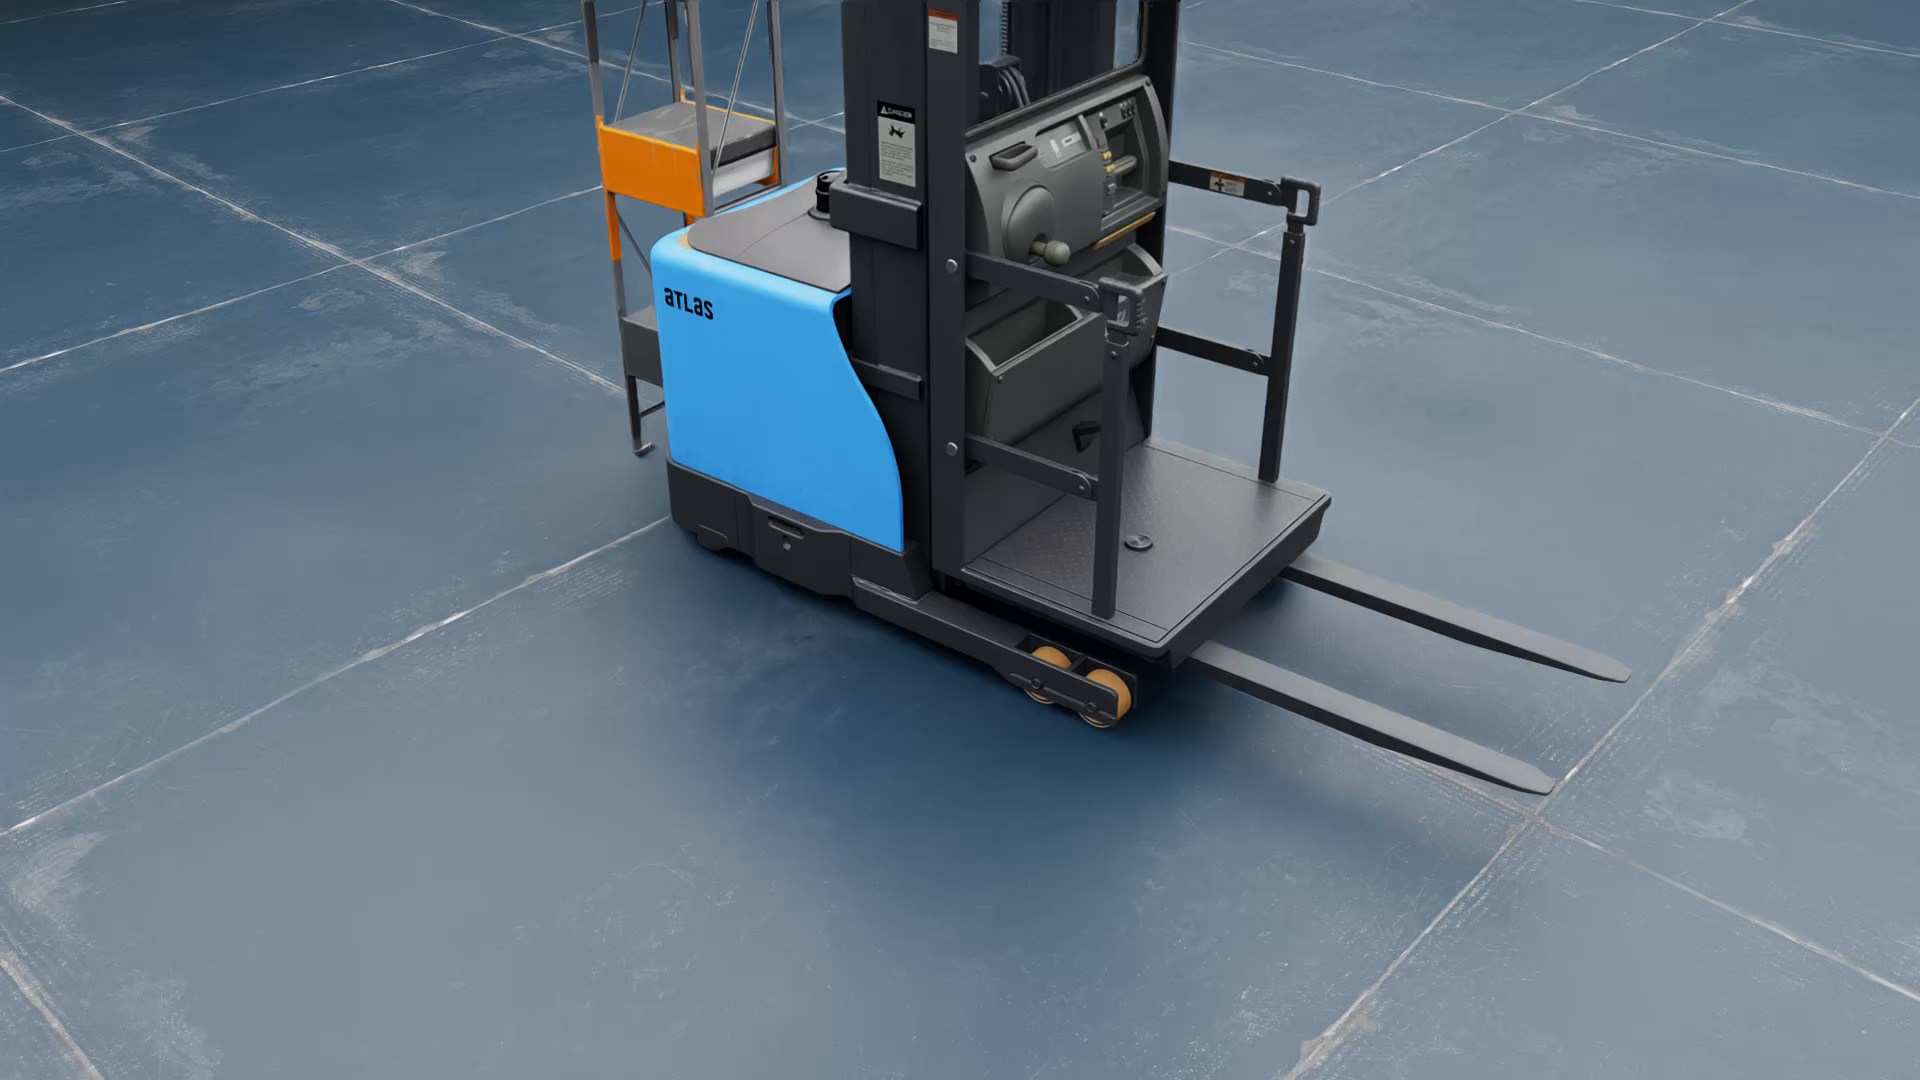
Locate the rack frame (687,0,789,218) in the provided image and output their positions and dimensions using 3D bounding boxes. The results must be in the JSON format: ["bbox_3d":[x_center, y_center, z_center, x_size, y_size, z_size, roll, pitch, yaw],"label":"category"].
[{"bbox_3d":[-0.720,-1.155,5.632,0.015,2.100,0.400,21,37,31],"label":"rack frame"}]

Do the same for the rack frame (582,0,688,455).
[{"bbox_3d":[-1.111,-1.306,5.883,0.015,2.100,0.400,21,37,31],"label":"rack frame"}]

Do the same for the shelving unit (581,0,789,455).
[{"bbox_3d":[-0.915,-1.230,5.758,0.503,2.100,0.431,21,37,31],"label":"shelving unit"}]

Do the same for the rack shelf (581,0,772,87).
[{"bbox_3d":[-0.915,-1.818,5.404,0.480,0.518,0.431,21,37,31],"label":"rack shelf"}]

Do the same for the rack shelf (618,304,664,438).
[{"bbox_3d":[-0.915,-0.619,6.126,0.480,0.518,0.431,21,37,31],"label":"rack shelf"}]

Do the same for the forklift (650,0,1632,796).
[{"bbox_3d":[0.488,-1.021,4.604,3.031,2.935,1.130,21,37,31],"label":"forklift"}]

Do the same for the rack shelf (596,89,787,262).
[{"bbox_3d":[-0.915,-1.218,5.765,0.480,0.518,0.431,21,37,31],"label":"rack shelf"}]
